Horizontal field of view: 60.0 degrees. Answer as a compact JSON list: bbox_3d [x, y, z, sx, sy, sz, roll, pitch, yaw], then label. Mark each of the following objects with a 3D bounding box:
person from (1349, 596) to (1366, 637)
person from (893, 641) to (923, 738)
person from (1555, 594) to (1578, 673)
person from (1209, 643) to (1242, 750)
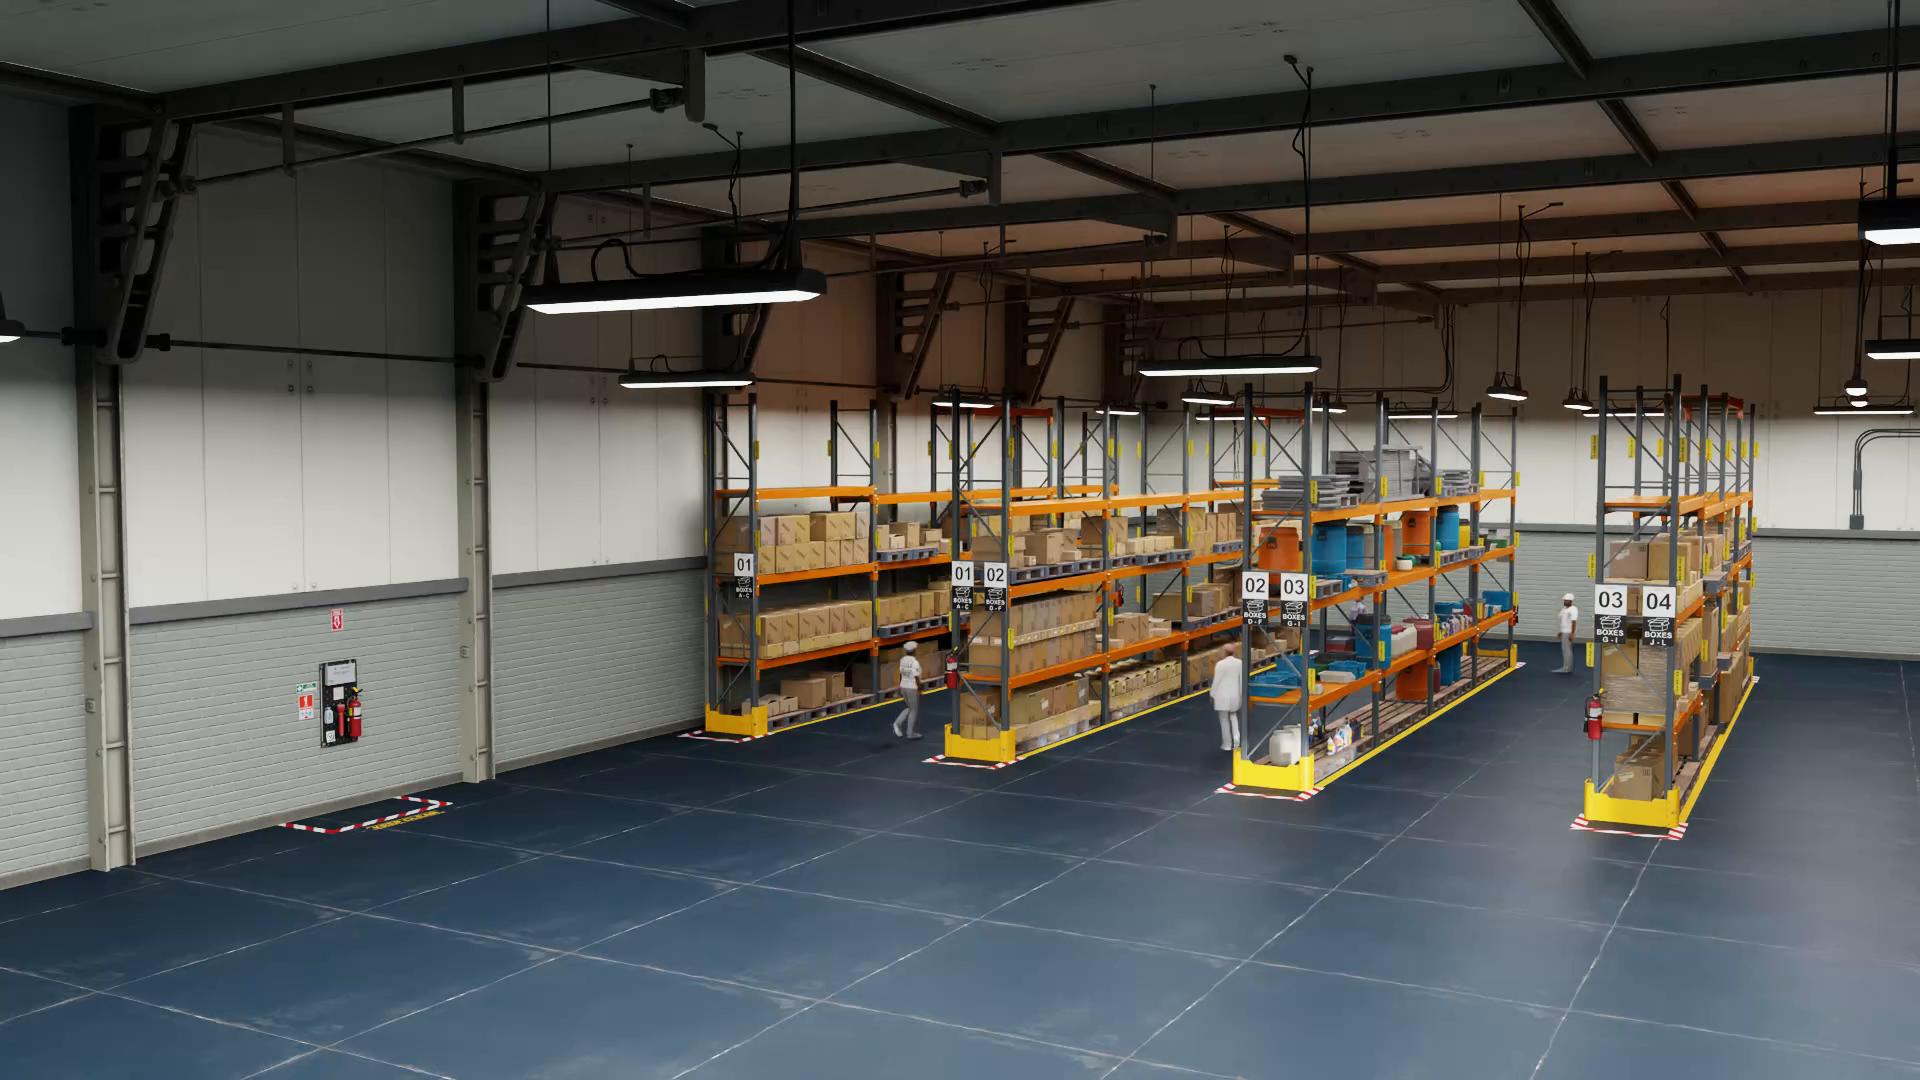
[{"bbox_3d":[9.432,2.050,39.485,0.490,1.639,0.476,1,3,11],"label":"person"},{"bbox_3d":[-0.878,2.592,28.757,0.486,1.686,0.452,-2,4,-30],"label":"person"},{"bbox_3d":[13.670,2.093,37.510,0.460,1.768,0.599,1,3,14],"label":"person"},{"bbox_3d":[4.444,2.622,27.694,0.608,1.818,0.490,-1,3,-15],"label":"person"}]
